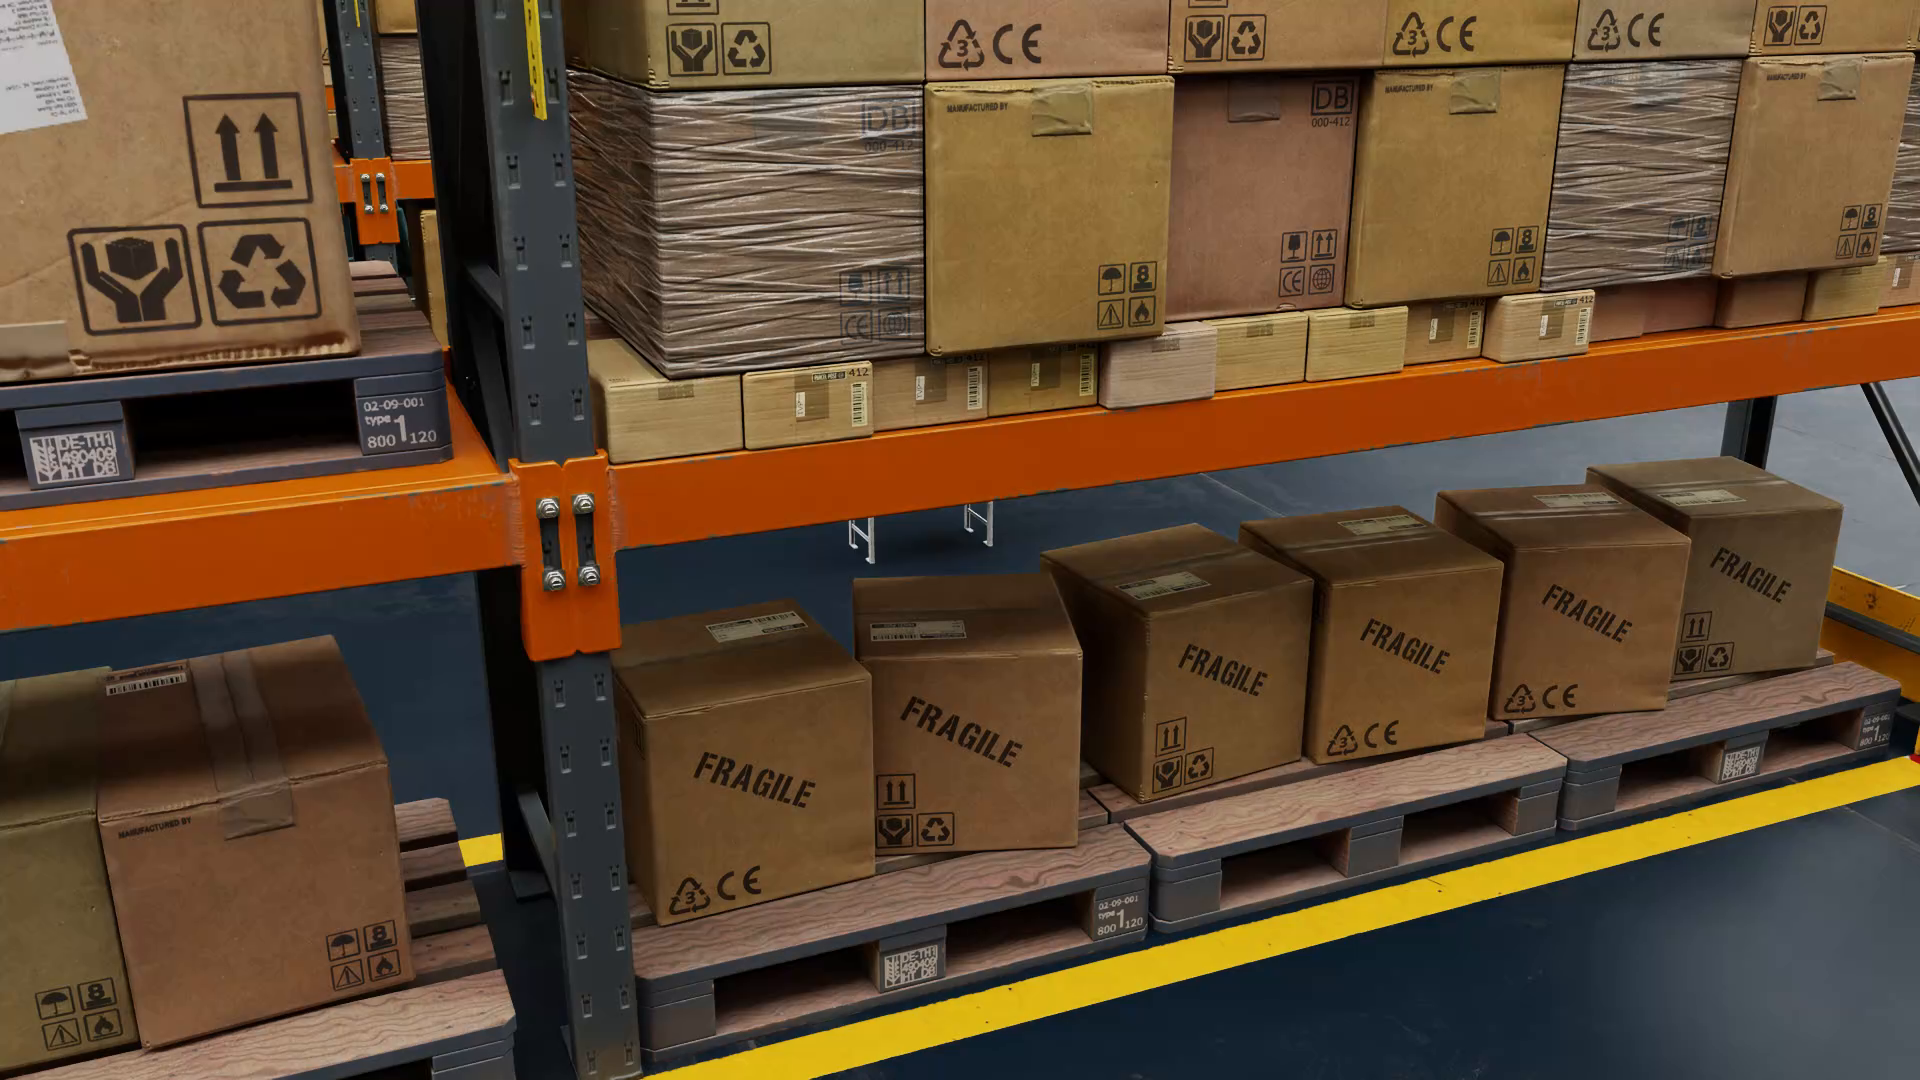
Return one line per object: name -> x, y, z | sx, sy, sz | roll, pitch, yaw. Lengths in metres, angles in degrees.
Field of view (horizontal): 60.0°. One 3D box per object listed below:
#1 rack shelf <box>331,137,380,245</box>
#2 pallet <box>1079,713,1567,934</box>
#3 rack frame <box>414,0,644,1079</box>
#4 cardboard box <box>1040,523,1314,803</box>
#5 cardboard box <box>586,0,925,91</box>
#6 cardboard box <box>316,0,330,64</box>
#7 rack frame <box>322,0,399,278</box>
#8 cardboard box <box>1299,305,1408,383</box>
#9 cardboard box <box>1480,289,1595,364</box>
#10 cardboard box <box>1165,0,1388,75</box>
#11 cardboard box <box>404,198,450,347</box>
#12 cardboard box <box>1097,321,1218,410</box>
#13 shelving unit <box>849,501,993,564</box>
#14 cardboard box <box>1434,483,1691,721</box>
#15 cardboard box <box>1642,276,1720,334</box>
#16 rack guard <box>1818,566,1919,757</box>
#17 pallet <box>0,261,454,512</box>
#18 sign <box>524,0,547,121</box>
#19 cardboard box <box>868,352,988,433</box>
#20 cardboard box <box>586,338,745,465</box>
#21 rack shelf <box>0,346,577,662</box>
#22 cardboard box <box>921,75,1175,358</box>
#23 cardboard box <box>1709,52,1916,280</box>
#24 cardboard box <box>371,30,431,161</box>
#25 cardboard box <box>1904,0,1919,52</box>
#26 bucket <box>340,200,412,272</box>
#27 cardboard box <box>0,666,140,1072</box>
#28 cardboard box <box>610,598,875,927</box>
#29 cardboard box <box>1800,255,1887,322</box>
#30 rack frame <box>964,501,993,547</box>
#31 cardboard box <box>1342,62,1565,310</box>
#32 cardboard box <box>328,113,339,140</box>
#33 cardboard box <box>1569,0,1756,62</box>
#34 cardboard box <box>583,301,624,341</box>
rack shelf -> -4.611, -1.382, 7.014 | 4.000, 0.370, 1.077 | -8, 21, -22
pallet -> 0.822, 0.596, 4.512 | 1.213, 0.211, 1.003 | -8, 21, -22
rack frame -> -0.903, -0.459, 3.308 | 0.127, 3.000, 1.000 | -8, 21, -22
cardboard box -> 0.542, 0.299, 4.289 | 0.500, 0.500, 0.500 | -10, 22, -27
cardboard box -> -0.389, -1.099, 3.024 | 0.500, 0.500, 0.500 | -8, 21, -22
cardboard box -> -4.314, -3.641, 11.748 | 0.500, 0.500, 0.500 | -8, 21, -22
rack frame -> -2.775, -1.985, 7.642 | 0.127, 3.000, 1.000 | -8, 21, -22
cardboard box -> 0.786, -0.478, 3.742 | 0.250, 0.149, 0.380 | -8, 21, -22
cardboard box -> 1.254, -0.537, 3.908 | 0.250, 0.149, 0.380 | -8, 21, -22
cardboard box -> 0.529, -1.231, 3.399 | 0.500, 0.500, 0.500 | -8, 21, -22
cardboard box -> -2.170, -1.242, 8.099 | 0.875, 0.875, 0.875 | -8, 21, -21
cardboard box -> 0.339, -0.403, 3.529 | 0.250, 0.149, 0.380 | -8, 21, -22
shelving unit -> -0.152, -0.544, 6.261 | 0.503, 1.200, 0.258 | -8, 21, -22
cardboard box -> 1.655, 0.162, 4.676 | 0.500, 0.500, 0.500 | -3, 20, -8
cardboard box -> 1.669, -0.636, 4.191 | 0.250, 0.149, 0.380 | -8, 21, -22
rack guard -> 2.700, 0.204, 5.189 | 0.348, 0.500, 1.175 | -8, 21, -22
pallet -> -1.662, -0.312, 3.180 | 1.213, 0.211, 1.003 | -8, 21, -22
sign -> -0.680, -0.836, 2.637 | 0.005, 0.325, 0.100 | -8, 21, -22
cardboard box -> -0.133, -0.347, 3.369 | 0.250, 0.149, 0.380 | -8, 21, -22
cardboard box -> -0.586, -0.277, 3.170 | 0.250, 0.149, 0.380 | -8, 21, -22
rack shelf -> -2.739, 0.144, 2.680 | 4.000, 0.370, 1.077 | -8, 21, -22
cardboard box -> 0.008, -0.742, 3.513 | 0.500, 0.500, 0.875 | -8, 21, -22
cardboard box -> 1.842, -1.006, 4.264 | 0.500, 0.500, 0.875 | -8, 21, -22
cardboard box -> -2.441, -2.107, 7.765 | 0.550, 0.550, 0.875 | -8, 21, -22
cardboard box -> 2.363, -1.496, 4.151 | 0.500, 0.500, 0.500 | -8, 21, -22
bucket -> -3.563, -1.878, 9.981 | 0.620, 0.611, 0.726 | -11, 20, 0
cardboard box -> -1.921, 0.644, 3.278 | 0.500, 0.500, 0.700 | -8, 21, -22
cardboard box -> -0.520, 0.482, 3.768 | 0.500, 0.500, 0.500 | -9, 21, -24
cardboard box -> 2.151, -0.685, 4.328 | 0.250, 0.149, 0.380 | -8, 21, -22
rack frame -> 0.072, -0.576, 6.352 | 0.015, 1.200, 0.240 | -8, 21, -22
cardboard box -> 0.903, -0.891, 3.938 | 0.500, 0.500, 0.875 | -8, 21, -22
cardboard box -> -6.231, -4.100, 16.406 | 0.500, 0.250, 0.500 | -8, 21, -22
cardboard box -> 1.446, -1.364, 3.775 | 0.500, 0.500, 0.500 | -8, 21, -22
cardboard box -> -0.822, -0.458, 3.685 | 0.250, 0.149, 0.380 | -8, 21, -22
